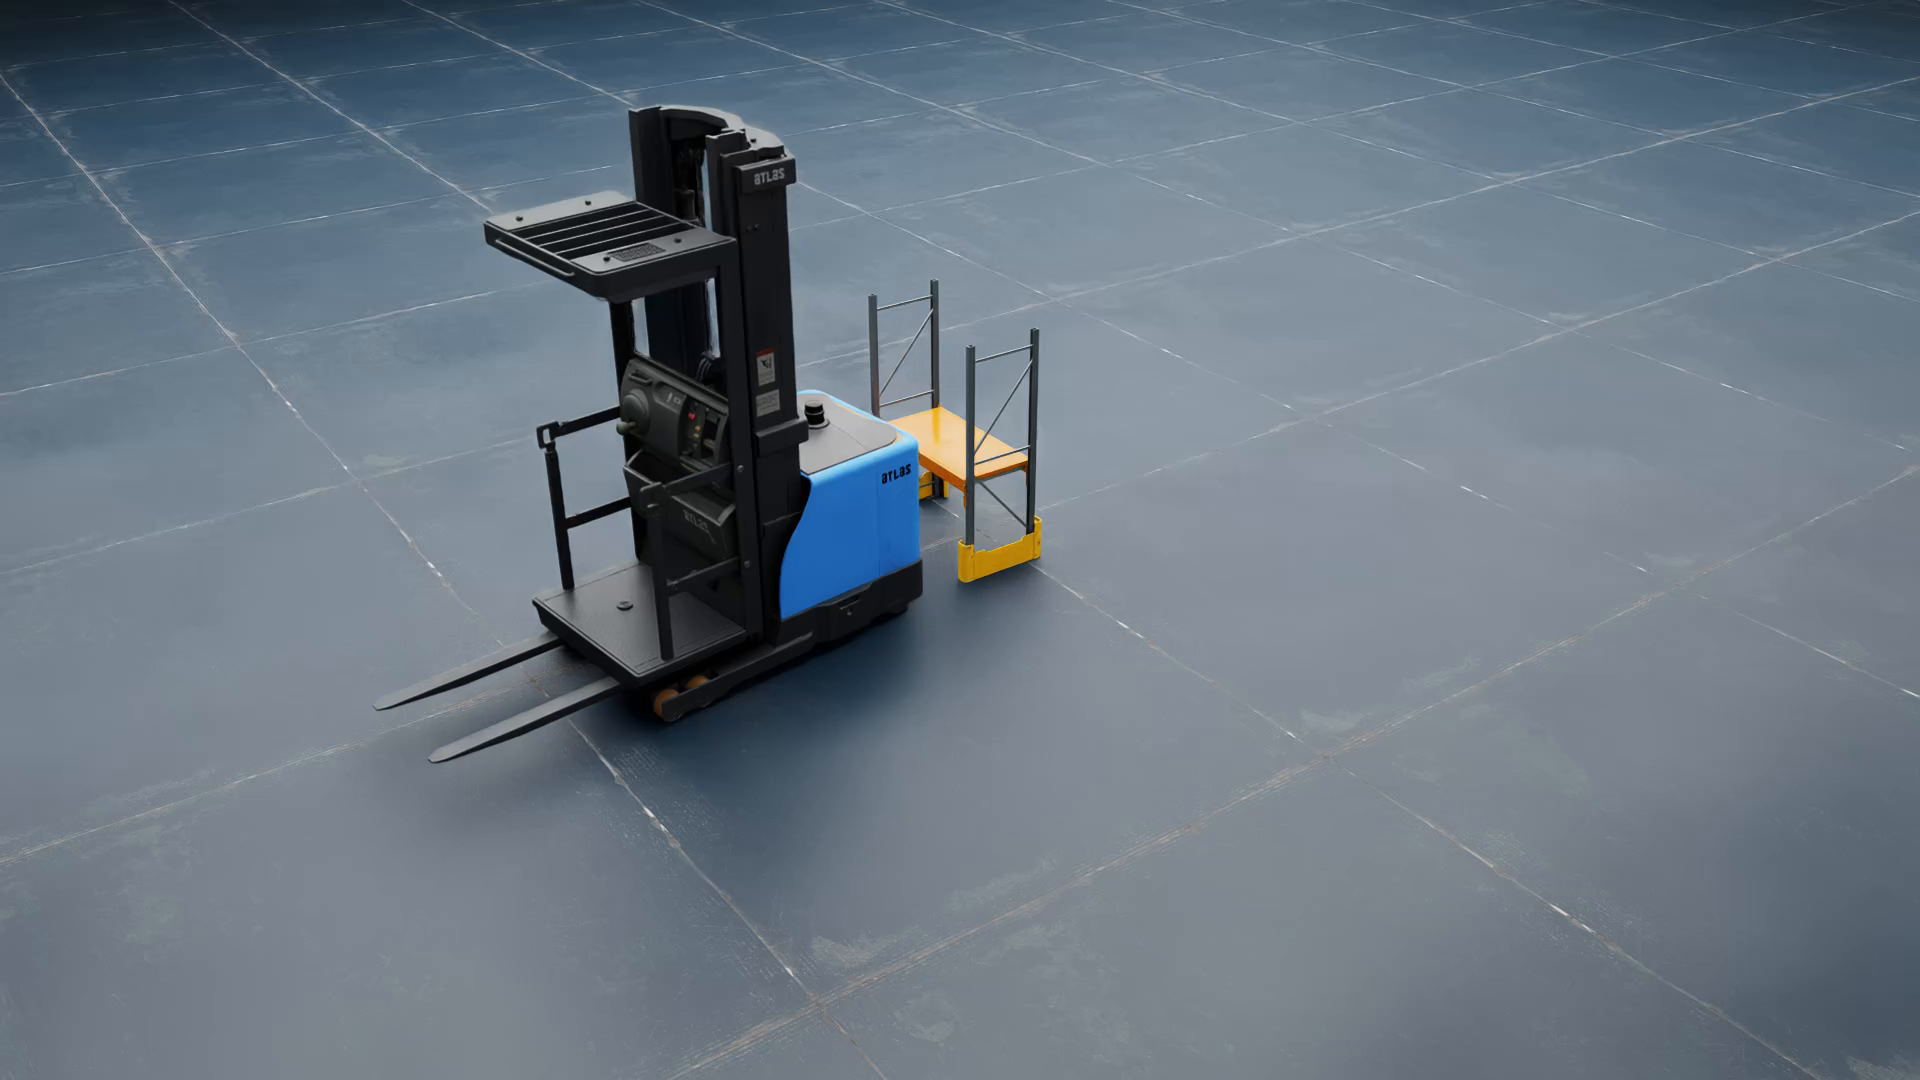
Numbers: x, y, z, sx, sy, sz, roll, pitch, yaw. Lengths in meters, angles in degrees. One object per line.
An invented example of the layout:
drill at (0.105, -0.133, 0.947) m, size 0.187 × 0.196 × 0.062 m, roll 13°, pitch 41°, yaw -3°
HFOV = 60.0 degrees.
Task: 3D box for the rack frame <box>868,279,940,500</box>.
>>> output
rack frame at (-0.344, -0.890, 10.544) m, size 0.500 × 1.500 × 0.032 m, roll -19°, pitch 34°, yaw -31°

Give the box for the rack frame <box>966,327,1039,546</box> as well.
rack frame at (0.245, -0.495, 9.816) m, size 0.500 × 1.500 × 0.032 m, roll -19°, pitch 34°, yaw -31°

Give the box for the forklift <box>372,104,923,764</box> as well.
forklift at (-1.646, -0.618, 8.543) m, size 3.031 × 2.935 × 1.130 m, roll -23°, pitch 36°, yaw -36°

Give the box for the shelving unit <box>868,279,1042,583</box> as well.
shelving unit at (-0.044, -0.689, 10.173) m, size 0.587 × 1.500 × 1.083 m, roll -19°, pitch 34°, yaw -31°

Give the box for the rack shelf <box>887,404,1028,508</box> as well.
rack shelf at (-0.049, -0.534, 10.266) m, size 0.538 × 0.185 × 1.000 m, roll -19°, pitch 34°, yaw -31°

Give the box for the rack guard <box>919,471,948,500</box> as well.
rack guard at (-0.333, -0.333, 10.828) m, size 0.587 × 0.250 × 0.087 m, roll -19°, pitch 34°, yaw -31°

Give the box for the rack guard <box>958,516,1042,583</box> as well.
rack guard at (0.245, 0.054, 10.115) m, size 0.587 × 0.250 × 0.087 m, roll -19°, pitch 34°, yaw -31°
